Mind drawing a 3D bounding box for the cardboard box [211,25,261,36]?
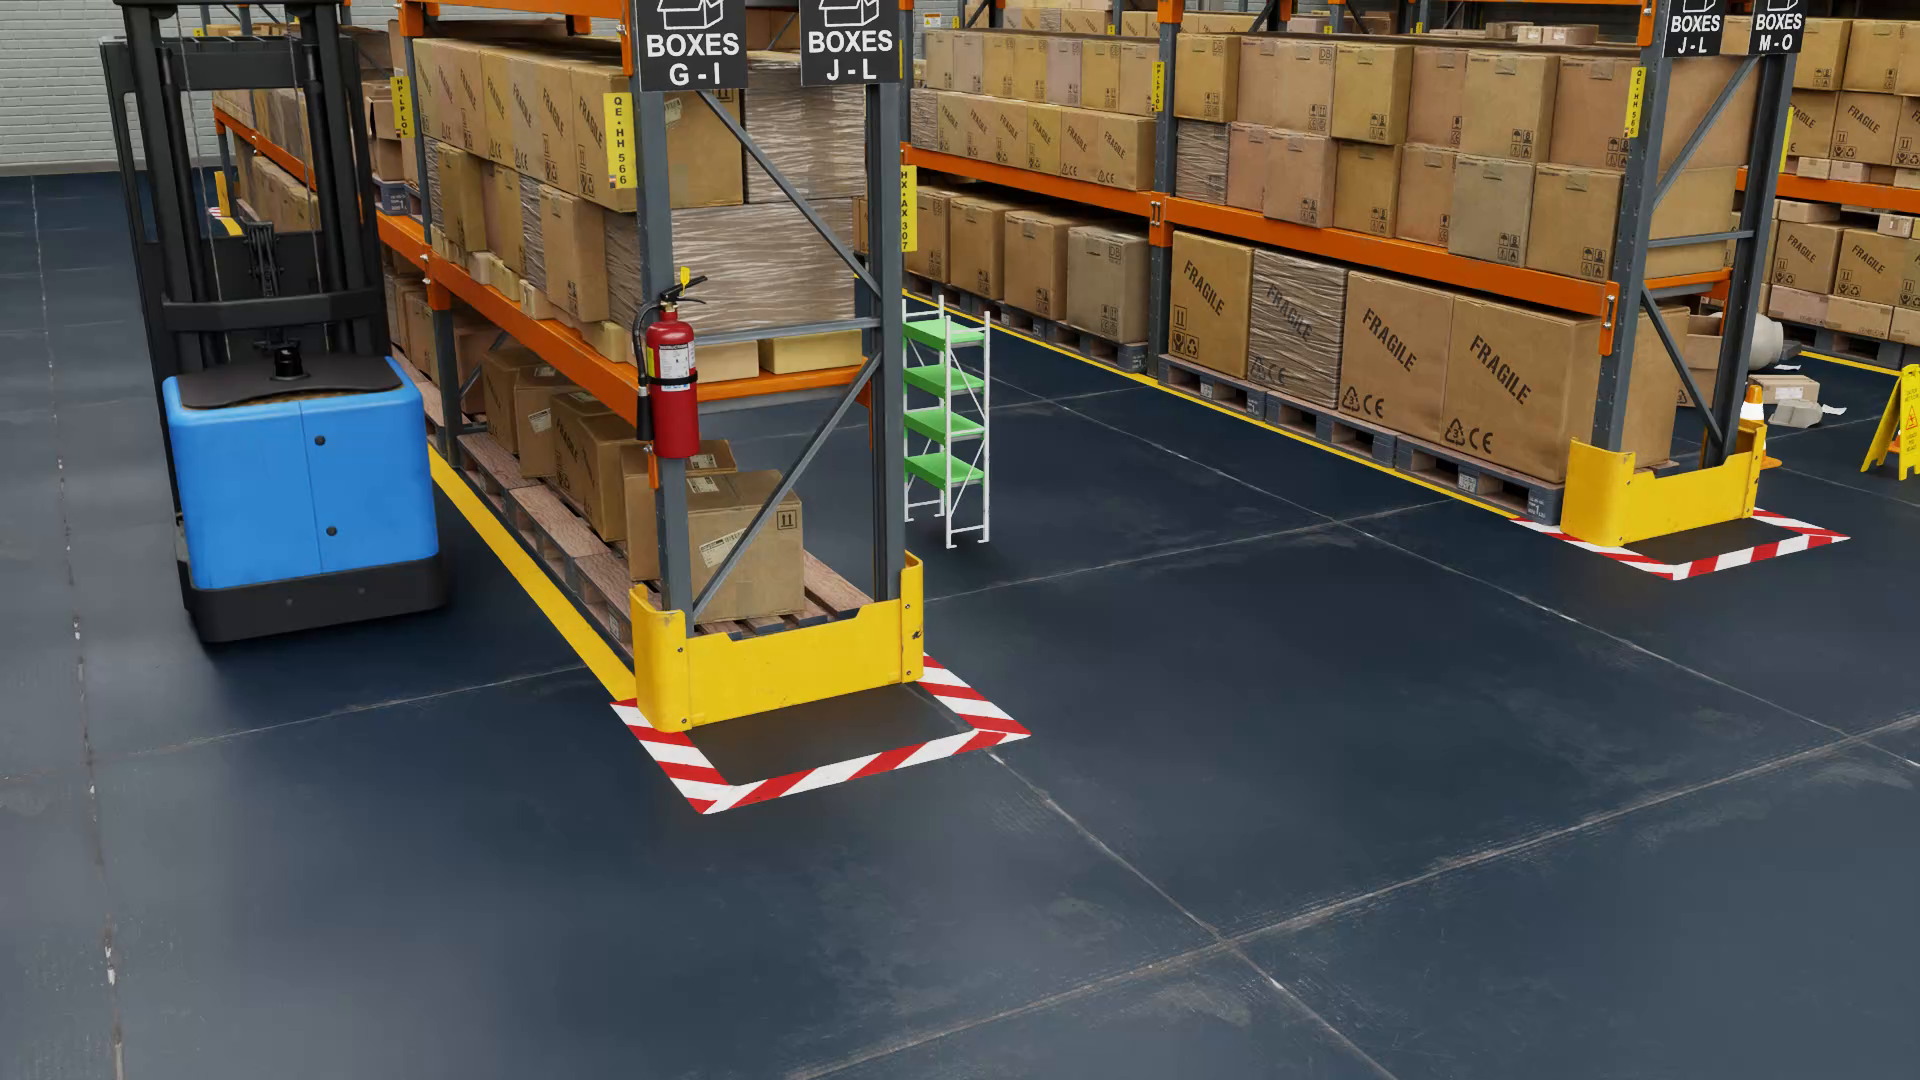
[{"bbox_3d":[-7.809,-5.326,18.091,0.500,0.500,0.500,-11,22,-28],"label":"cardboard box"}]

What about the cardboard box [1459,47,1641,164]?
[{"bbox_3d":[3.239,-2.356,8.976,0.875,0.550,0.550,-10,21,-27],"label":"cardboard box"}]

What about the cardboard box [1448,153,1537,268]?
[{"bbox_3d":[3.227,-1.844,9.146,0.875,0.550,0.550,-10,21,-27],"label":"cardboard box"}]

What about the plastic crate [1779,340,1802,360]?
[{"bbox_3d":[6.156,-1.505,12.870,0.583,0.080,0.402,16,25,39],"label":"plastic crate"}]

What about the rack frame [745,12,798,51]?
[{"bbox_3d":[-1.975,-4.964,18.417,1.000,3.000,0.127,-10,21,-27],"label":"rack frame"}]

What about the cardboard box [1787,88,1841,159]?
[{"bbox_3d":[6.581,-3.194,12.681,0.500,0.500,0.500,-10,21,-27],"label":"cardboard box"}]

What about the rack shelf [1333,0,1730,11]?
[{"bbox_3d":[5.182,-5.115,15.360,1.077,0.370,4.000,-10,21,-27],"label":"rack shelf"}]

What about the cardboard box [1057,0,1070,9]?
[{"bbox_3d":[1.481,-6.927,21.426,0.380,0.149,0.250,-10,21,-27],"label":"cardboard box"}]

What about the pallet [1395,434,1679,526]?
[{"bbox_3d":[3.275,-0.418,9.519,1.003,0.211,1.213,-10,21,-27],"label":"pallet"}]

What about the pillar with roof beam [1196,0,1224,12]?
[{"bbox_3d":[0.524,-10.760,26.019,9.100,9.000,0.400,-10,21,-27],"label":"pillar with roof beam"}]

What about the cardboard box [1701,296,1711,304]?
[{"bbox_3d":[6.174,-2.150,13.836,0.500,0.250,0.500,-11,22,-29],"label":"cardboard box"}]

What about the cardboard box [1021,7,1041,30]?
[{"bbox_3d":[1.151,-6.809,22.078,0.500,0.500,0.500,-10,21,-26],"label":"cardboard box"}]

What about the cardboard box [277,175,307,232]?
[{"bbox_3d":[-5.215,-2.729,14.554,1.225,0.875,0.875,-10,21,-26],"label":"cardboard box"}]

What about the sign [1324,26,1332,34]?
[{"bbox_3d":[3.746,-5.071,16.955,0.100,0.325,0.005,-10,21,-27],"label":"sign"}]

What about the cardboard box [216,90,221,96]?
[{"bbox_3d":[-8.045,-5.114,18.628,0.500,0.250,0.500,-10,22,-27],"label":"cardboard box"}]

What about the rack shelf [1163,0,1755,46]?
[{"bbox_3d":[2.773,-3.171,9.726,1.077,0.370,4.000,-10,21,-27],"label":"rack shelf"}]

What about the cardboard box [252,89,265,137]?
[{"bbox_3d":[-6.390,-4.101,15.764,0.500,0.500,0.500,-10,21,-26],"label":"cardboard box"}]

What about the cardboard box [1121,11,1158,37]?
[{"bbox_3d":[2.289,-6.108,20.049,0.500,0.500,0.500,-10,21,-26],"label":"cardboard box"}]

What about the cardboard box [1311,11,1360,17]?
[{"bbox_3d":[5.491,-7.499,24.390,0.500,0.500,0.500,-9,21,-25],"label":"cardboard box"}]

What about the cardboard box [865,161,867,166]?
[{"bbox_3d":[-1.108,-3.634,16.603,0.500,0.250,0.500,-9,21,-25],"label":"cardboard box"}]

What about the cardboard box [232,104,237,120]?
[{"bbox_3d":[-7.432,-4.511,17.491,0.380,0.149,0.250,-10,22,-28],"label":"cardboard box"}]

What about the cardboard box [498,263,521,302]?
[{"bbox_3d":[-2.028,-1.272,8.105,0.380,0.149,0.250,-10,21,-27],"label":"cardboard box"}]

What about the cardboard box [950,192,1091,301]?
[{"bbox_3d":[0.552,-2.511,14.115,1.050,0.750,0.750,-10,21,-26],"label":"cardboard box"}]

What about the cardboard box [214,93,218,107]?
[{"bbox_3d":[-8.287,-5.027,18.987,0.380,0.149,0.250,-10,22,-27],"label":"cardboard box"}]

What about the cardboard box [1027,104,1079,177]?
[{"bbox_3d":[0.861,-3.113,12.900,0.500,0.500,0.500,-10,21,-26],"label":"cardboard box"}]

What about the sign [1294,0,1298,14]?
[{"bbox_3d":[5.298,-8.454,26.274,0.100,0.325,0.005,-10,21,-27],"label":"sign"}]

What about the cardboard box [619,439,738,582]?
[{"bbox_3d":[-1.286,-0.144,7.640,0.500,0.500,0.500,-4,20,-12],"label":"cardboard box"}]

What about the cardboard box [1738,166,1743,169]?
[{"bbox_3d":[6.318,-3.068,13.309,0.380,0.149,0.250,-10,21,-27],"label":"cardboard box"}]

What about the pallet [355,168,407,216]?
[{"bbox_3d":[-3.513,-2.423,11.350,1.003,0.211,1.213,-10,21,-27],"label":"pallet"}]

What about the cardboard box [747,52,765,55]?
[{"bbox_3d":[-1.181,-1.928,7.478,0.500,0.500,0.500,-10,21,-27],"label":"cardboard box"}]

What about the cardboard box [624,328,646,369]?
[{"bbox_3d":[-1.125,-0.782,6.685,0.380,0.149,0.250,-10,21,-27],"label":"cardboard box"}]

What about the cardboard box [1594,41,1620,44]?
[{"bbox_3d":[5.701,-4.316,15.287,0.500,0.500,0.500,-10,21,-27],"label":"cardboard box"}]

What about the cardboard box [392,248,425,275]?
[{"bbox_3d":[-3.884,-2.118,12.180,0.500,0.250,0.500,-7,20,-21],"label":"cardboard box"}]

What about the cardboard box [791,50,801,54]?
[{"bbox_3d":[-1.613,-5.240,18.046,0.380,0.149,0.250,-9,21,-24],"label":"cardboard box"}]

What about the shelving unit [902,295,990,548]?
[{"bbox_3d":[-0.079,-0.615,8.573,0.258,1.200,0.503,-10,21,-27],"label":"shelving unit"}]

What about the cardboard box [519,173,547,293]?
[{"bbox_3d":[-1.469,-1.405,7.494,0.875,0.500,0.500,-10,21,-27],"label":"cardboard box"}]

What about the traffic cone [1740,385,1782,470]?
[{"bbox_3d":[4.721,-0.692,9.927,0.336,0.463,0.334,-10,21,-27],"label":"traffic cone"}]

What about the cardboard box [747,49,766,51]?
[{"bbox_3d":[-2.454,-5.246,18.628,0.500,0.500,0.500,-10,21,-27],"label":"cardboard box"}]

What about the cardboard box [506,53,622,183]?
[{"bbox_3d":[-1.646,-1.846,7.241,0.500,0.500,0.500,-10,21,-27],"label":"cardboard box"}]

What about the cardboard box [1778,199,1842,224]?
[{"bbox_3d":[6.557,-2.542,12.827,0.380,0.149,0.250,-9,21,-24],"label":"cardboard box"}]

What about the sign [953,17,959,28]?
[{"bbox_3d":[-0.058,-7.270,23.653,0.100,0.325,0.005,-10,21,-27],"label":"sign"}]

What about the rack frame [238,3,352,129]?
[{"bbox_3d":[-6.388,-4.224,16.275,1.000,3.000,0.127,-10,21,-27],"label":"rack frame"}]

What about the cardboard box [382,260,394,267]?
[{"bbox_3d":[-4.153,-1.913,12.735,0.700,0.500,0.500,-11,22,-30],"label":"cardboard box"}]

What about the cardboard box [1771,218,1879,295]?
[{"bbox_3d":[6.684,-2.204,12.841,0.500,0.500,0.500,-9,21,-24],"label":"cardboard box"}]

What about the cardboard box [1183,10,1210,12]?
[{"bbox_3d":[2.766,-6.190,20.285,0.500,0.500,0.500,-9,21,-25],"label":"cardboard box"}]

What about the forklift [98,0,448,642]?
[{"bbox_3d":[-3.444,-1.384,8.148,1.130,2.935,3.031,-9,21,-25],"label":"forklift"}]

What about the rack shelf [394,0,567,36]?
[{"bbox_3d":[-3.539,-3.580,10.911,1.077,0.370,4.000,-10,21,-27],"label":"rack shelf"}]

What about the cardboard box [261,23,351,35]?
[{"bbox_3d":[-6.078,-4.564,15.567,0.797,0.503,0.637,-11,22,-28],"label":"cardboard box"}]

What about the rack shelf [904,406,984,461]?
[{"bbox_3d":[-0.079,-0.554,8.594,0.258,0.148,0.480,-10,21,-27],"label":"rack shelf"}]

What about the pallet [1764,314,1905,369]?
[{"bbox_3d":[7.065,-1.607,12.964,1.003,0.211,1.213,-10,21,-27],"label":"pallet"}]

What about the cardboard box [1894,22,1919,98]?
[{"bbox_3d":[7.030,-3.365,11.642,0.700,0.500,0.500,-10,22,-27],"label":"cardboard box"}]

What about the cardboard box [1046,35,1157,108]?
[{"bbox_3d":[1.097,-3.621,12.840,0.700,0.500,0.500,-10,21,-26],"label":"cardboard box"}]
